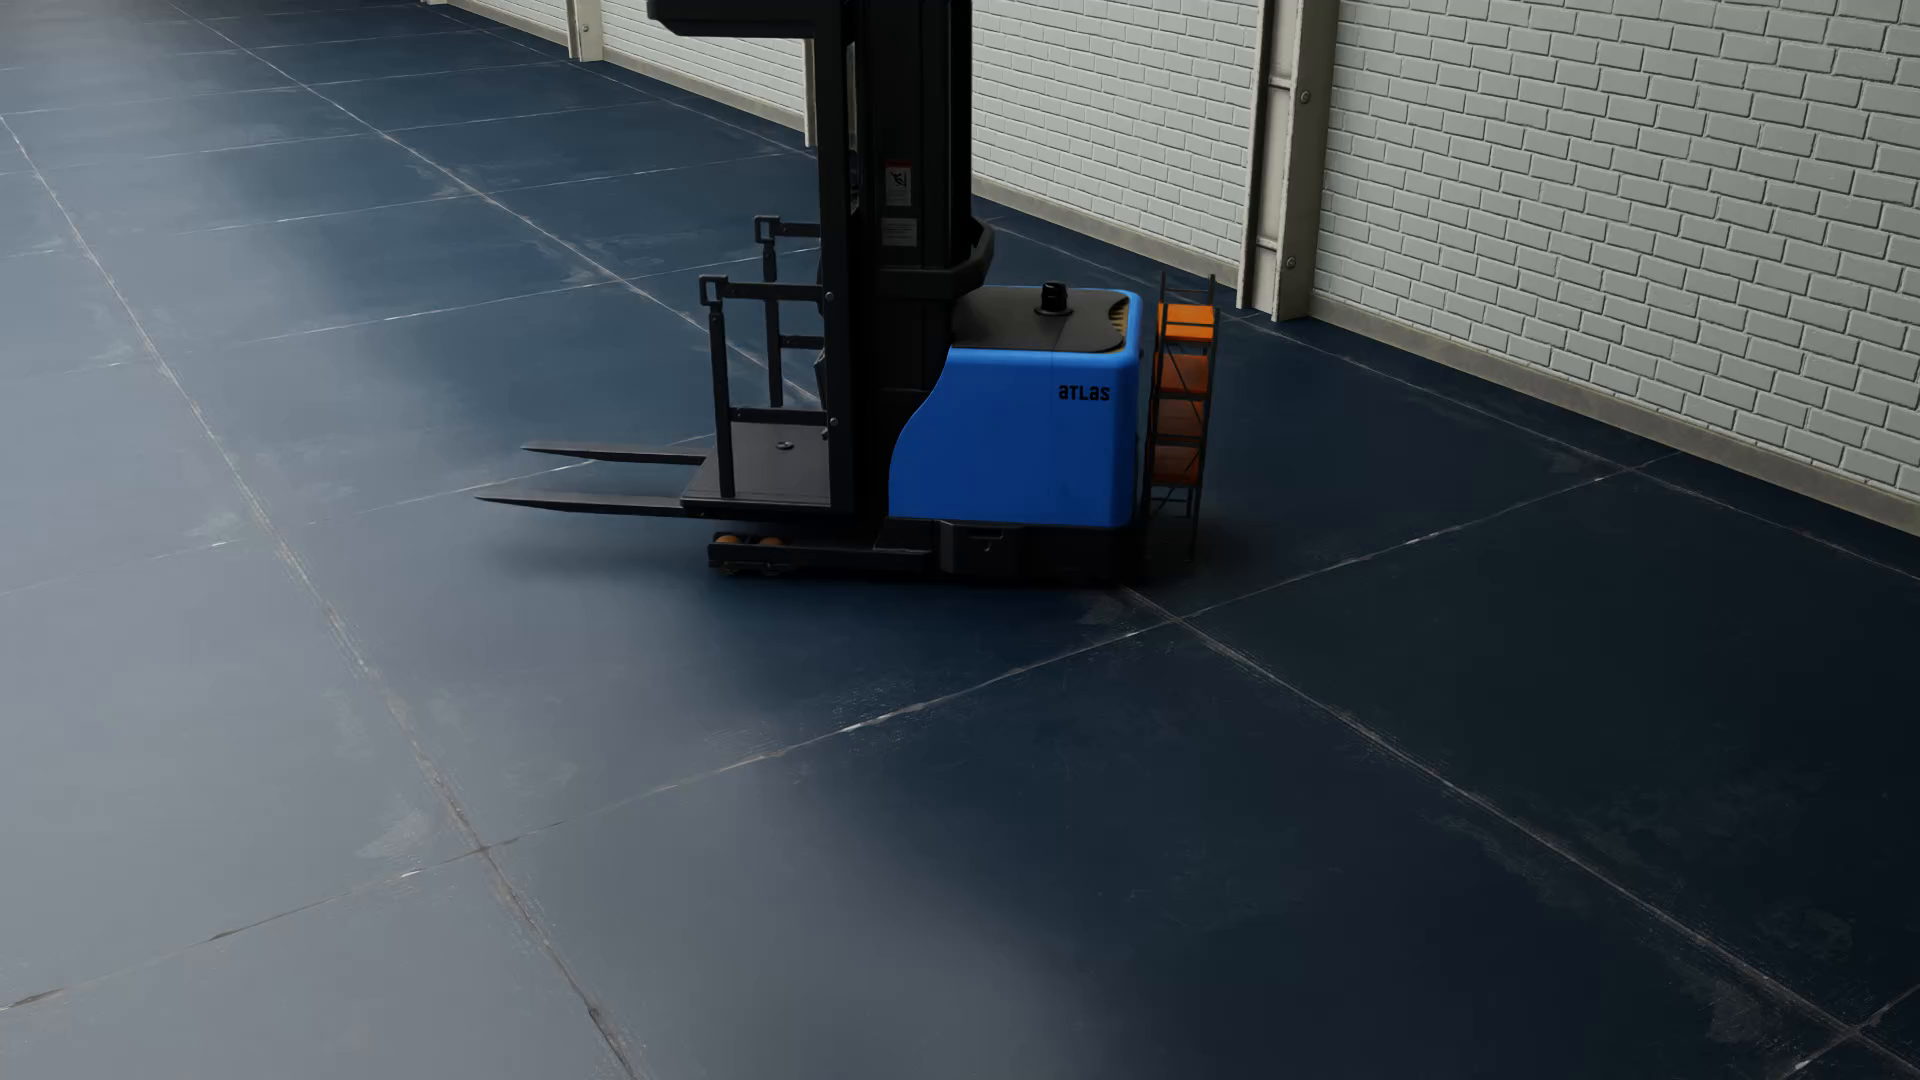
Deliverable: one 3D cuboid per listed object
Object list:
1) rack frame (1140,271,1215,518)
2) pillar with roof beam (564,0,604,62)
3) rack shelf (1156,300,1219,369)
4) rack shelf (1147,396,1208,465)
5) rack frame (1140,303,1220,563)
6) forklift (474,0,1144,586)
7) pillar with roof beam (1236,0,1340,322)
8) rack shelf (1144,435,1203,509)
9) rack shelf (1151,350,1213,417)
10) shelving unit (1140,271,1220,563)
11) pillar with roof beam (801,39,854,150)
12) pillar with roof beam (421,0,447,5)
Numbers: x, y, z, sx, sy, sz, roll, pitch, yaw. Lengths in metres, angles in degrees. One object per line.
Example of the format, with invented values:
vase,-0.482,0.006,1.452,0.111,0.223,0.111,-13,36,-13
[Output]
rack frame,1.006,-0.658,7.728,0.240,1.200,0.015,4,26,4
pillar with roof beam,-8.095,-8.870,15.998,9.100,9.000,0.400,-16,29,-30
rack shelf,0.996,-0.909,7.339,0.258,0.148,0.480,4,26,4
rack shelf,0.980,-0.494,7.537,0.258,0.148,0.480,4,26,4
rack frame,0.960,-0.451,7.289,0.240,1.200,0.015,4,26,4
forklift,-0.697,-1.386,7.253,3.031,2.935,1.130,3,25,6
pillar with roof beam,-1.545,-4.578,6.906,9.100,9.000,0.400,-16,29,-30
rack shelf,0.973,-0.315,7.622,0.258,0.148,0.480,4,26,4
rack shelf,0.988,-0.696,7.441,0.258,0.148,0.480,4,26,4
shelving unit,0.983,-0.554,7.508,0.258,1.200,0.503,4,26,4
pillar with roof beam,-4.820,-6.724,11.452,9.100,9.000,0.400,-16,29,-30
pillar with roof beam,-11.371,-11.016,20.544,9.100,9.000,0.400,-16,29,-30
